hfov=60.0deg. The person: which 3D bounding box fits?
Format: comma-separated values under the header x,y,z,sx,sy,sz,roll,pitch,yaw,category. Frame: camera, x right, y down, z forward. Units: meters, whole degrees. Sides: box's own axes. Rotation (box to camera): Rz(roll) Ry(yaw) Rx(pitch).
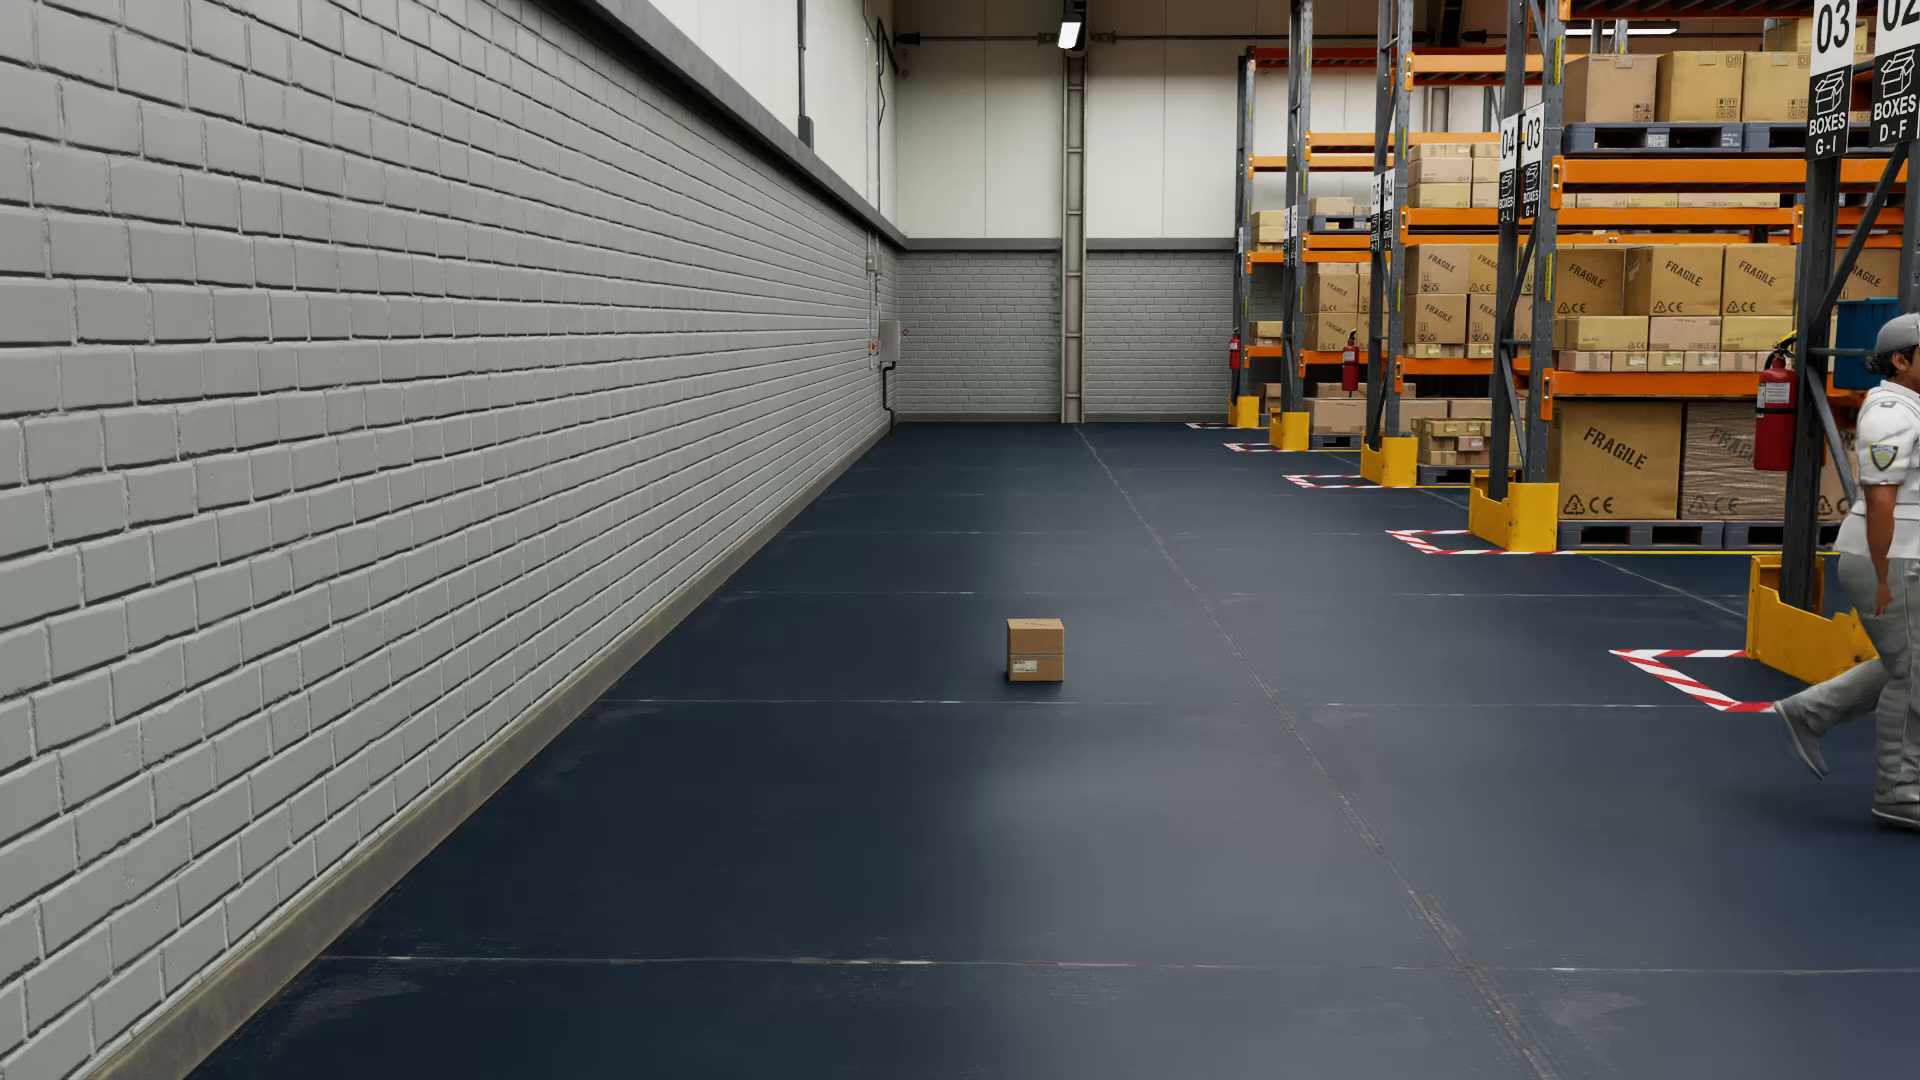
x,y,z,sx,sy,sz,roll,pitch,yaw,category
3.029,0.087,5.453,0.649,1.650,0.480,5,9,36,person
